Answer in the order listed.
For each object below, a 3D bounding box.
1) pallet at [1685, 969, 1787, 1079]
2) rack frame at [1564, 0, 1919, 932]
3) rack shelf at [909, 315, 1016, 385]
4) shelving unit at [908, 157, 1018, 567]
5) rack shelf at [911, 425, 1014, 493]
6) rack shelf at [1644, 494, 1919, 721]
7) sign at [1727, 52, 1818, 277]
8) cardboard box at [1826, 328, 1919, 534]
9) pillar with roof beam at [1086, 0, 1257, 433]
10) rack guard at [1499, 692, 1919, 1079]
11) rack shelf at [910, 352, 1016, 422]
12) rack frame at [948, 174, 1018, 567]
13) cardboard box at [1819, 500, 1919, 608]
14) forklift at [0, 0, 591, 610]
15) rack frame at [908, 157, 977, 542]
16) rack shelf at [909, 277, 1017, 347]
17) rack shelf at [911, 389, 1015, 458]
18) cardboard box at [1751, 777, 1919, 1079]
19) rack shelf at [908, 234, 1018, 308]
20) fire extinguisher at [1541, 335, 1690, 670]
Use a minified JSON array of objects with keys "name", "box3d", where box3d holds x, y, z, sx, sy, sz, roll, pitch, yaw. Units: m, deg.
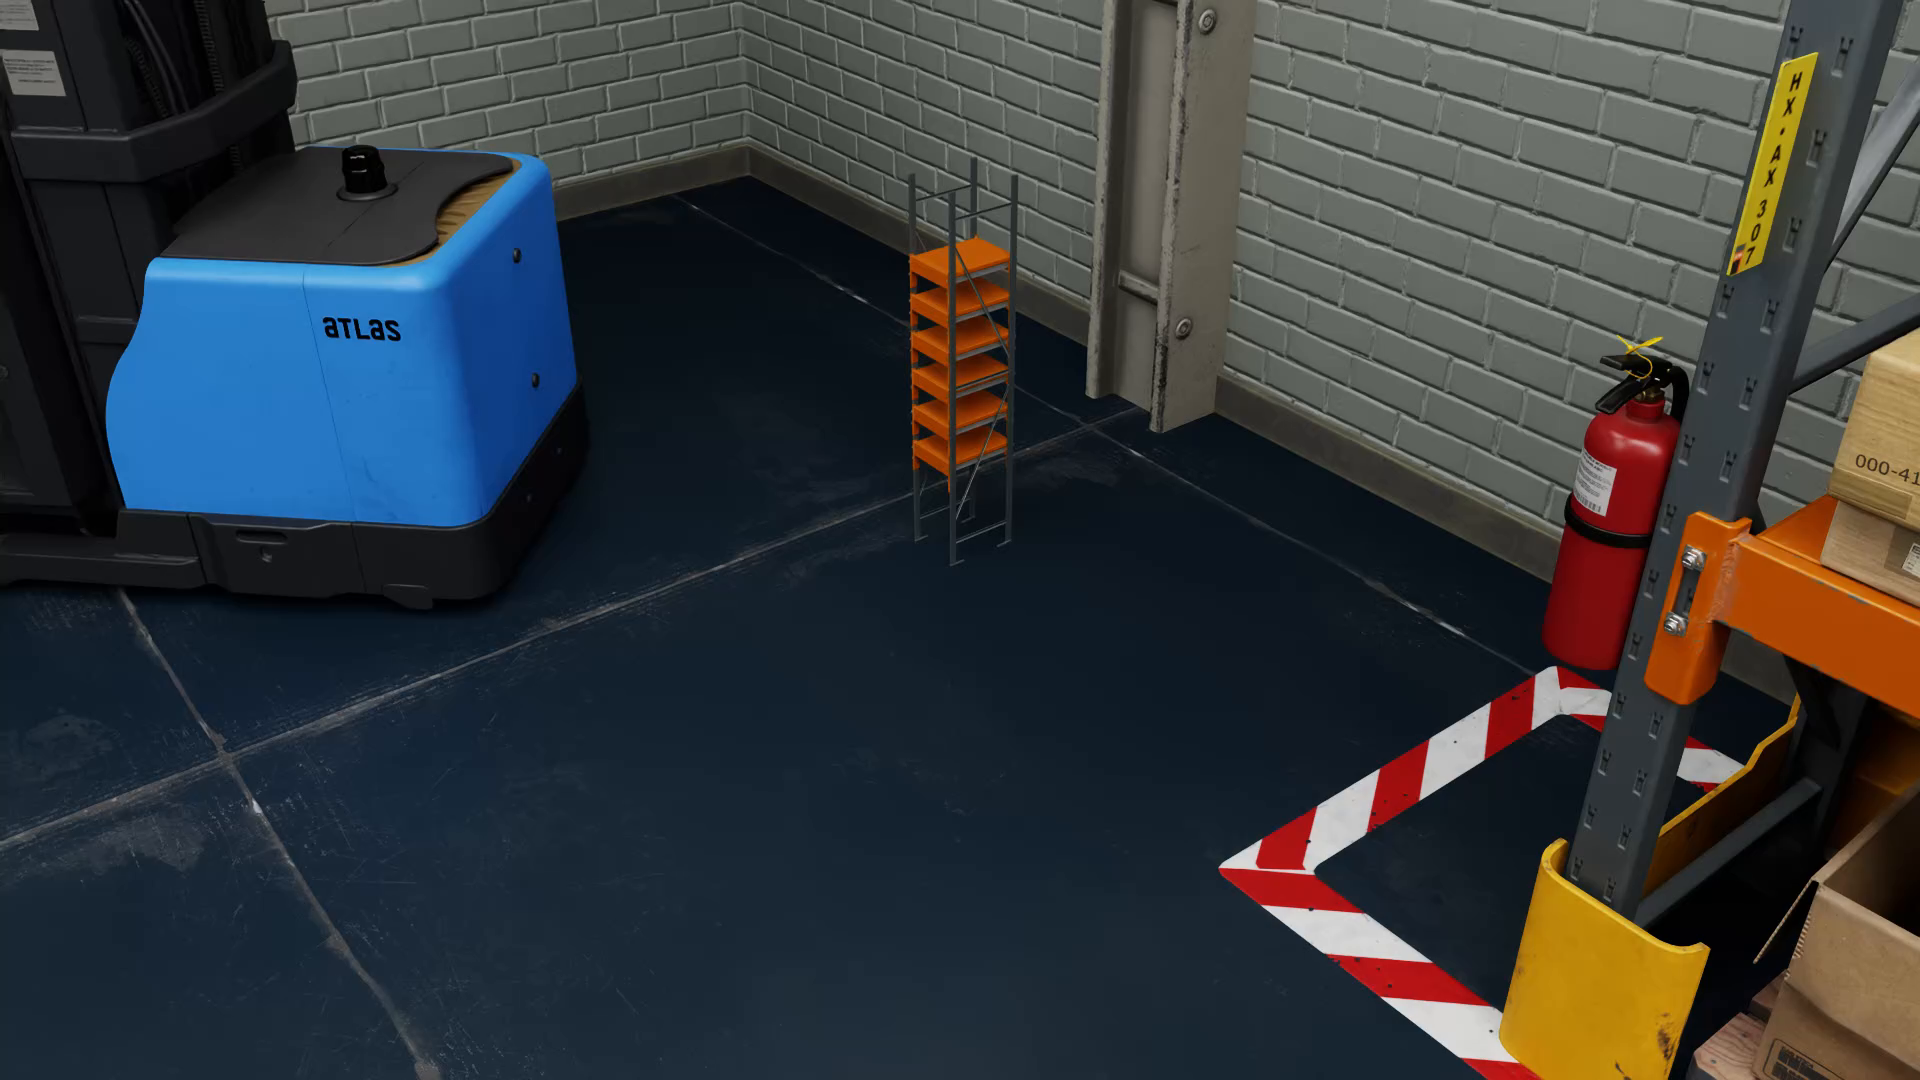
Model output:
[{"name":"pallet","box3d":[2.178,1.183,3.145,1.003,0.211,1.213,-22,38,-31]},{"name":"rack frame","box3d":[1.642,-0.365,2.995,1.000,3.000,0.127,-22,38,-31]},{"name":"rack shelf","box3d":[0.009,-0.568,4.884,0.258,0.103,0.180,-22,38,-31]},{"name":"shelving unit","box3d":[0.009,-0.504,4.924,0.258,1.200,0.189,-22,38,-31]},{"name":"rack shelf","box3d":[0.009,-0.262,5.074,0.258,0.103,0.180,-22,38,-31]},{"name":"rack shelf","box3d":[2.868,0.774,1.842,1.077,0.370,4.000,-22,38,-31]},{"name":"sign","box3d":[1.213,-0.557,2.483,0.100,0.325,0.005,-22,38,-31]},{"name":"cardboard box","box3d":[1.707,-0.151,2.511,0.500,0.250,0.500,-22,38,-31]},{"name":"pillar with roof beam","box3d":[-2.700,-2.936,1.448,9.100,9.000,0.400,-22,38,-31]},{"name":"rack guard","box3d":[1.688,0.729,3.603,1.175,0.500,0.348,-22,38,-31]},{"name":"rack shelf","box3d":[0.009,-0.466,4.947,0.258,0.103,0.180,-22,38,-31]},{"name":"rack frame","box3d":[0.065,-0.466,4.862,0.240,1.200,0.006,-22,38,-31]},{"name":"cardboard box","box3d":[1.627,-0.032,2.697,0.380,0.149,0.250,-23,38,-32]},{"name":"forklift","box3d":[-2.804,-1.366,4.672,3.031,2.935,1.130,3,32,5]},{"name":"rack frame","box3d":[-0.047,-0.542,4.985,0.240,1.200,0.006,-22,38,-31]},{"name":"rack shelf","box3d":[0.009,-0.670,4.821,0.258,0.103,0.180,-22,38,-31]},{"name":"rack shelf","box3d":[0.009,-0.364,5.010,0.258,0.103,0.180,-22,38,-31]},{"name":"cardboard box","box3d":[1.942,0.803,3.083,0.797,0.503,0.637,-24,39,-33]},{"name":"rack shelf","box3d":[0.009,-0.772,4.757,0.258,0.103,0.180,-22,38,-31]},{"name":"fire extinguisher","box3d":[1.186,-0.085,2.971,0.296,0.674,0.183,-22,38,-31]}]
